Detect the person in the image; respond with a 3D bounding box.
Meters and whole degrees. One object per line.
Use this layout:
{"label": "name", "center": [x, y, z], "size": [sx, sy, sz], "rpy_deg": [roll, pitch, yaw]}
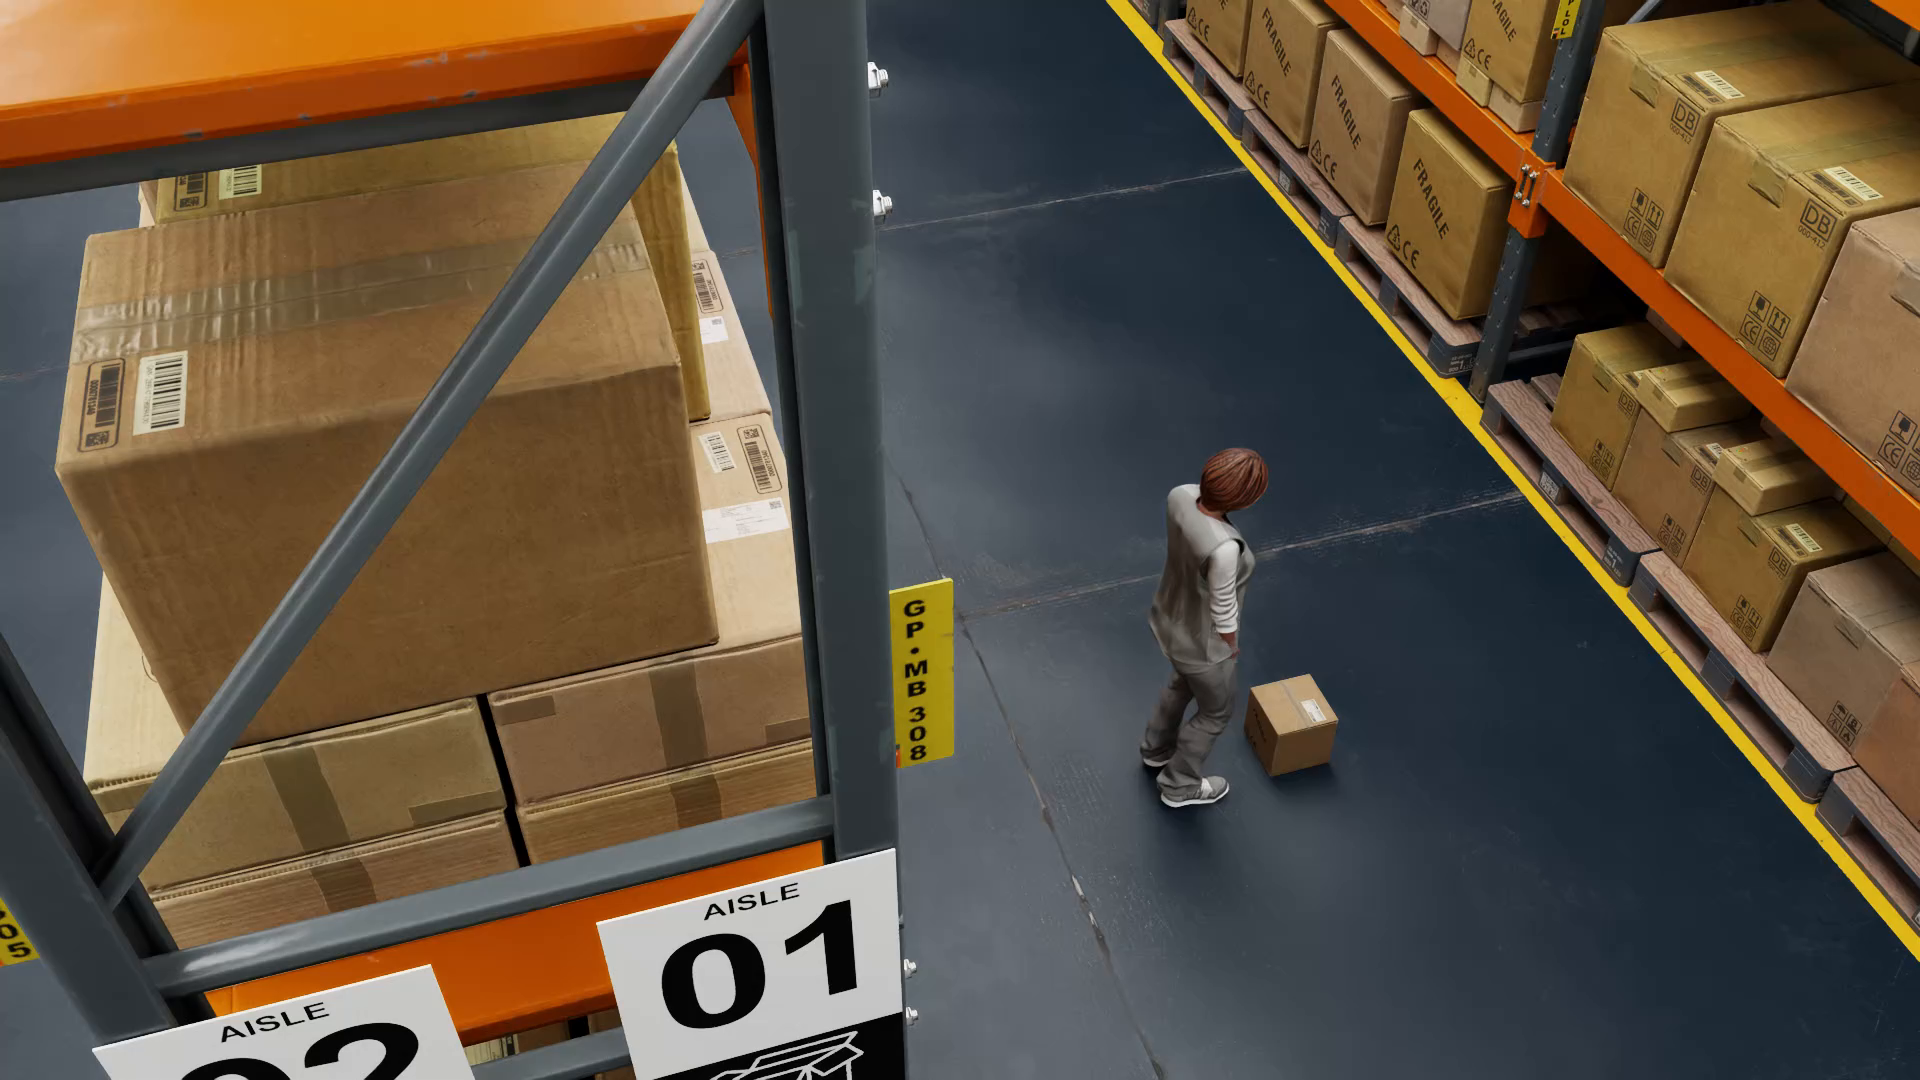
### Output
{"label": "person", "center": [0.835, 0.315, 5.861], "size": [0.340, 1.562, 0.417], "rpy_deg": [-11, 44, -12]}
